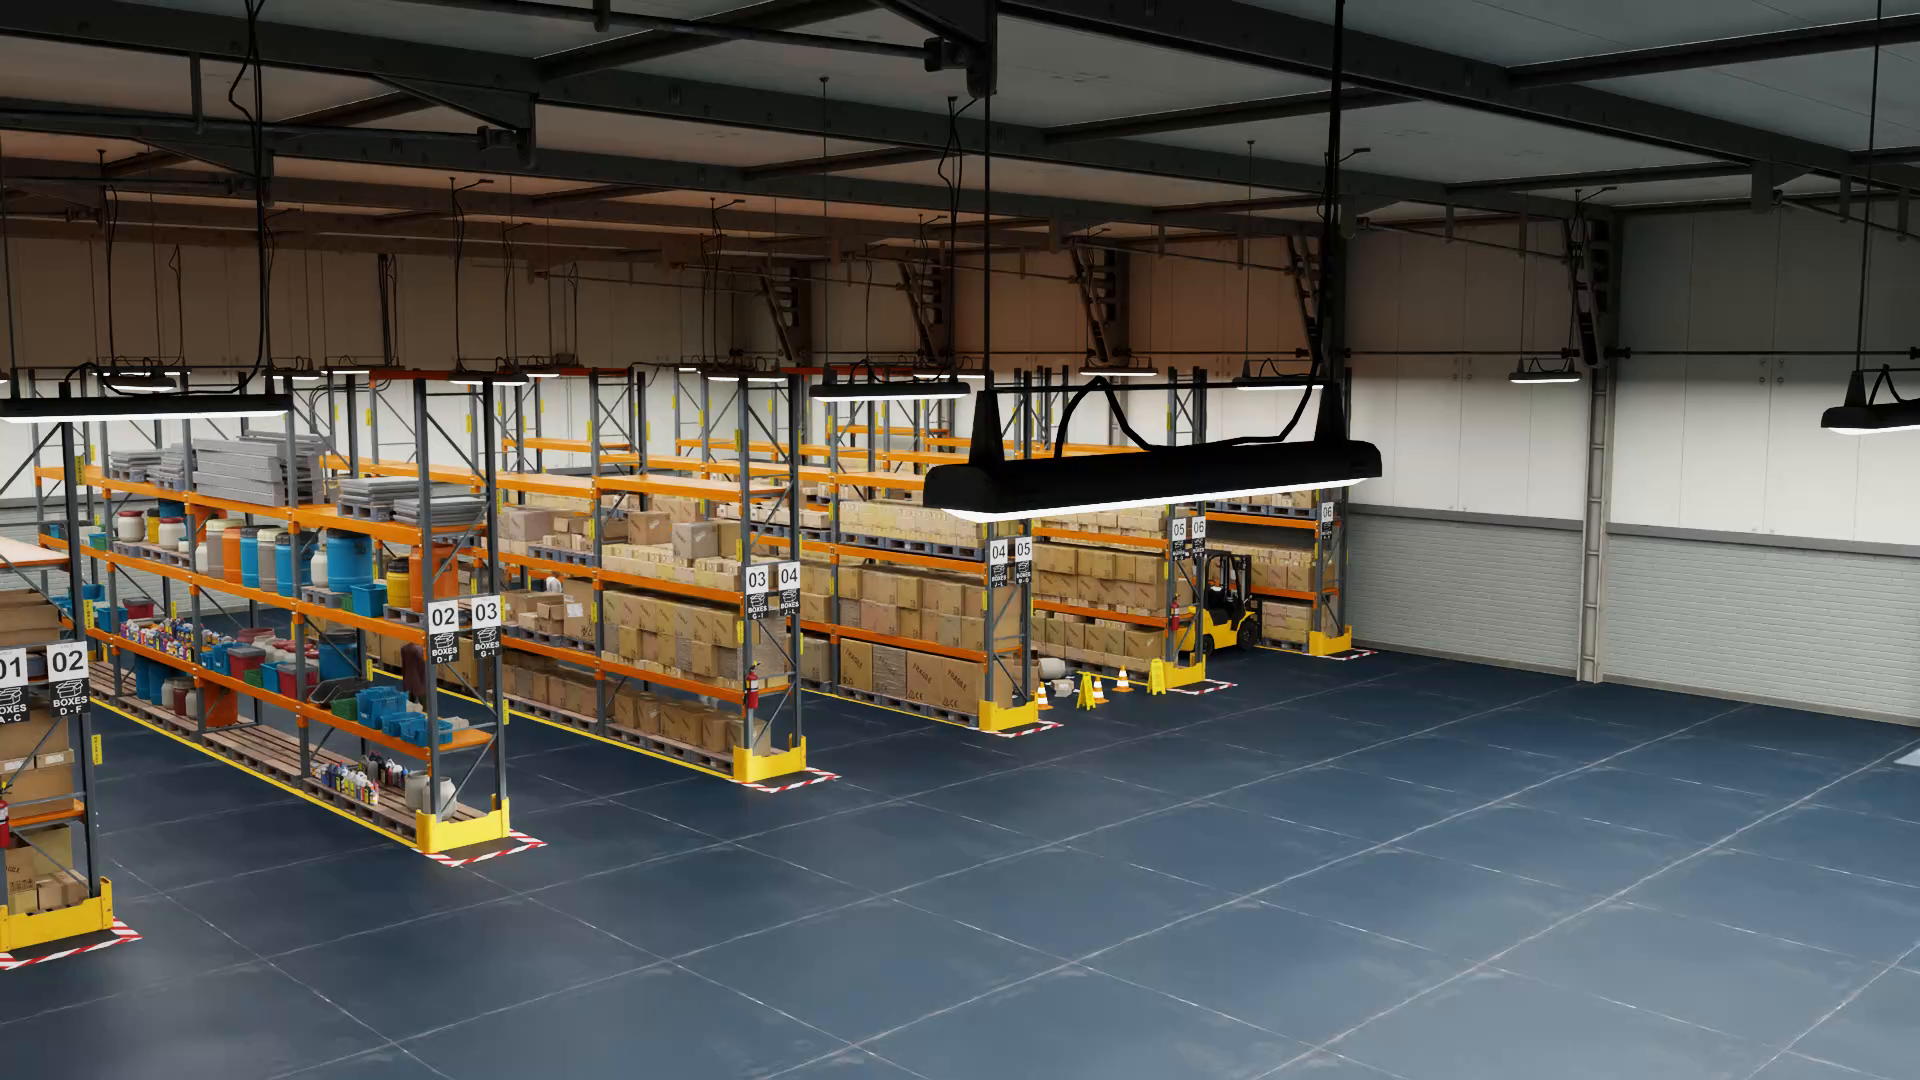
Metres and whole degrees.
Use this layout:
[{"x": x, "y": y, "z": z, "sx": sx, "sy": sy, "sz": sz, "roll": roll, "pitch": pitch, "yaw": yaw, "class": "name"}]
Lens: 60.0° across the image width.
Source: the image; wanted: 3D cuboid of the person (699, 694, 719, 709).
[{"x": -4.318, "y": 2.216, "z": 28.625, "sx": 0.587, "sy": 1.776, "sz": 0.446, "roll": -1, "pitch": 7, "yaw": -11, "class": "person"}]

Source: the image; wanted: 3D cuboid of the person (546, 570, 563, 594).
[{"x": -8.651, "y": 1.409, "z": 35.851, "sx": 0.583, "sy": 1.784, "sz": 0.593, "roll": 0, "pitch": 6, "yaw": 0, "class": "person"}]

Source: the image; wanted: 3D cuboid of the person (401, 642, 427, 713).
[{"x": -8.979, "y": 2.344, "z": 27.517, "sx": 0.599, "sy": 1.788, "sz": 0.401, "roll": 2, "pitch": 7, "yaw": 20, "class": "person"}]
